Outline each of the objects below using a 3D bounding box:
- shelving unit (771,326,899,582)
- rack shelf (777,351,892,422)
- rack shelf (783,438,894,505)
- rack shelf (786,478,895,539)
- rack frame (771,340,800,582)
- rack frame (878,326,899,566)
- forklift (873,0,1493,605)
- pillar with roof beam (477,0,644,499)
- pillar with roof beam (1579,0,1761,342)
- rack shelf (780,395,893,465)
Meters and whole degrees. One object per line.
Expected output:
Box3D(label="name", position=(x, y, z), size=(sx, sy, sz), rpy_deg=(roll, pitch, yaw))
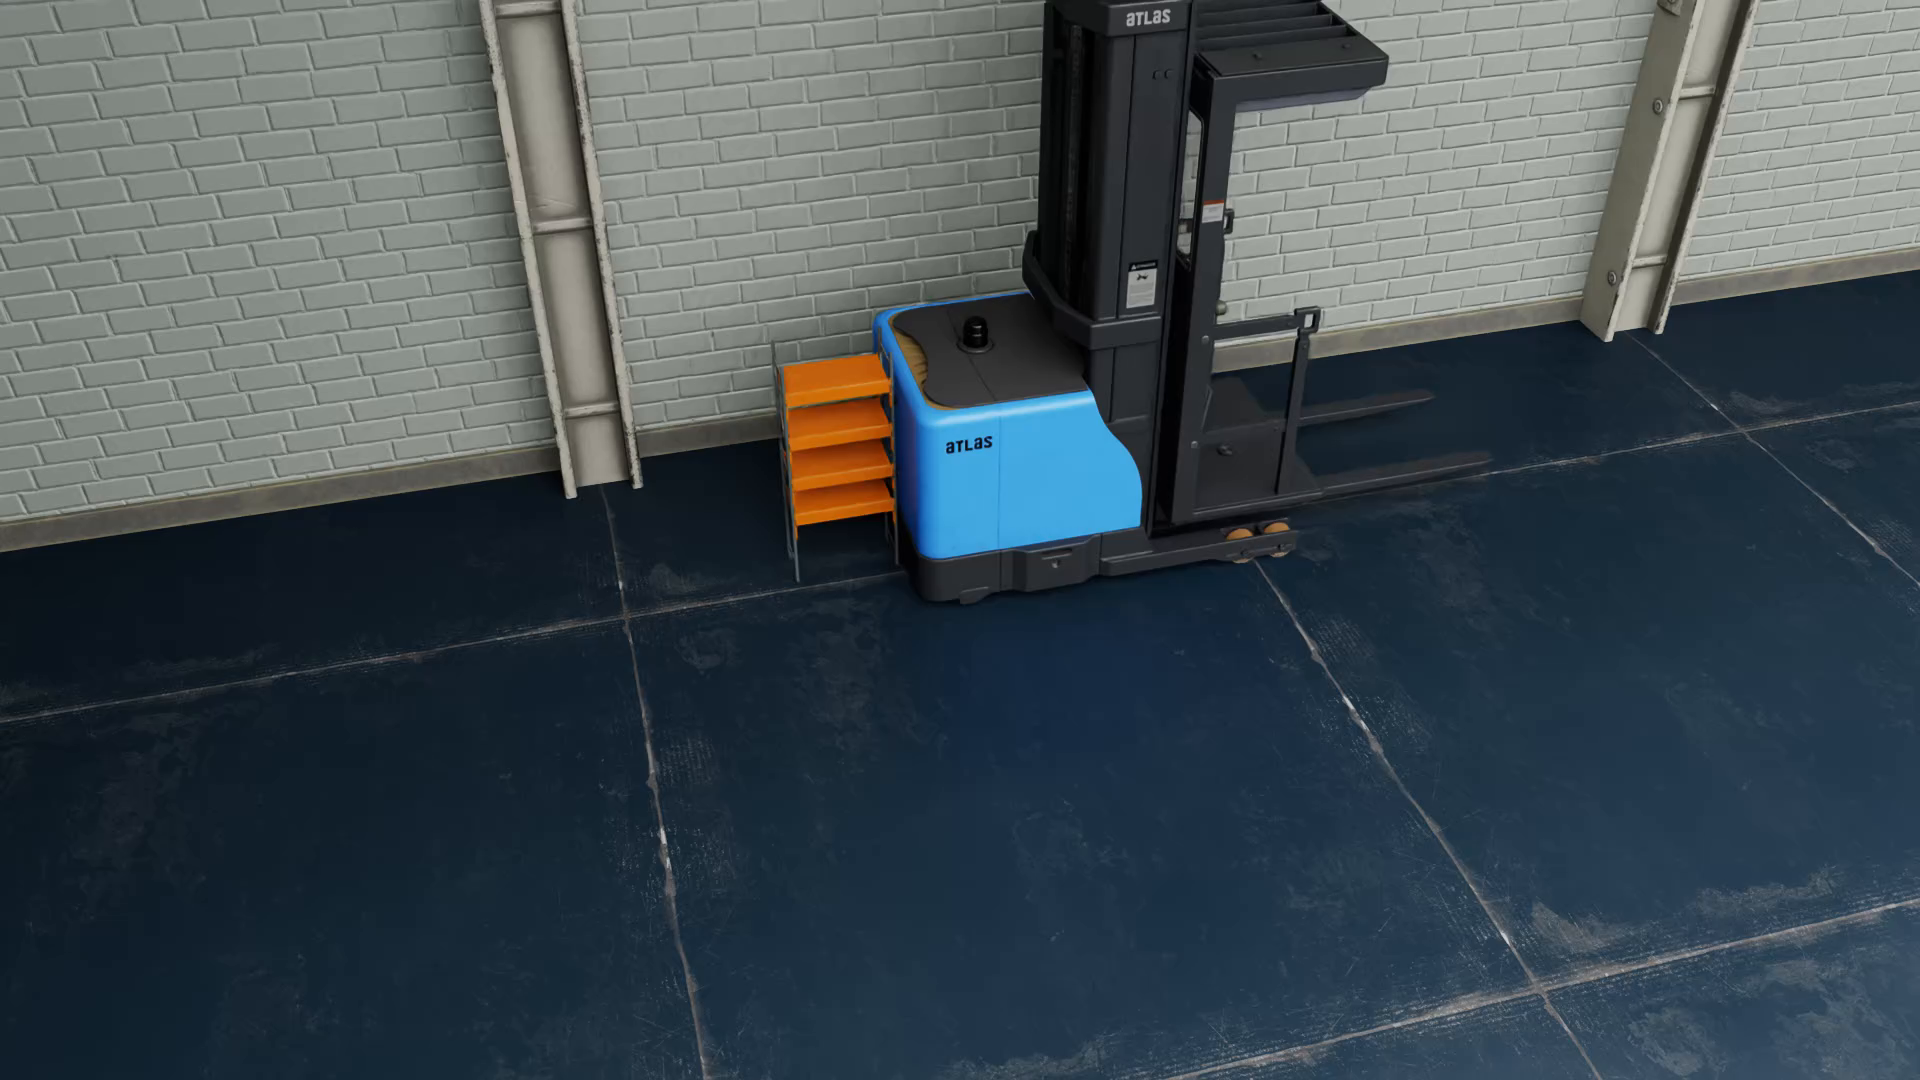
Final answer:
Box3D(label="shelving unit", position=(-0.570, -0.383, 7.743), size=(0.503, 1.200, 0.258), rpy_deg=(-9, 38, -12))
Box3D(label="rack shelf", position=(-0.570, -0.695, 7.504), size=(0.480, 0.148, 0.258), rpy_deg=(-9, 38, -12))
Box3D(label="rack shelf", position=(-0.570, -0.330, 7.783), size=(0.480, 0.148, 0.258), rpy_deg=(-9, 38, -12))
Box3D(label="rack shelf", position=(-0.570, -0.172, 7.904), size=(0.480, 0.148, 0.258), rpy_deg=(-9, 38, -12))
Box3D(label="rack frame", position=(-0.806, -0.344, 7.692), size=(0.015, 1.200, 0.240), rpy_deg=(-9, 38, -12))
Box3D(label="rack frame", position=(-0.335, -0.422, 7.793), size=(0.015, 1.200, 0.240), rpy_deg=(-9, 38, -12))
Box3D(label="forklift", position=(1.148, -1.352, 7.585), size=(3.031, 2.935, 1.130), rpy_deg=(-9, 38, -12))
Box3D(label="pillar with roof beam", position=(-0.743, -1.381, 2.629), size=(0.400, 9.000, 9.100), rpy_deg=(-9, 38, -12))
Box3D(label="pillar with roof beam", position=(5.050, -2.332, 3.871), size=(0.400, 9.000, 9.100), rpy_deg=(-9, 38, -12))
Box3D(label="rack shelf", position=(-0.570, -0.507, 7.648), size=(0.480, 0.148, 0.258), rpy_deg=(-9, 38, -12))
